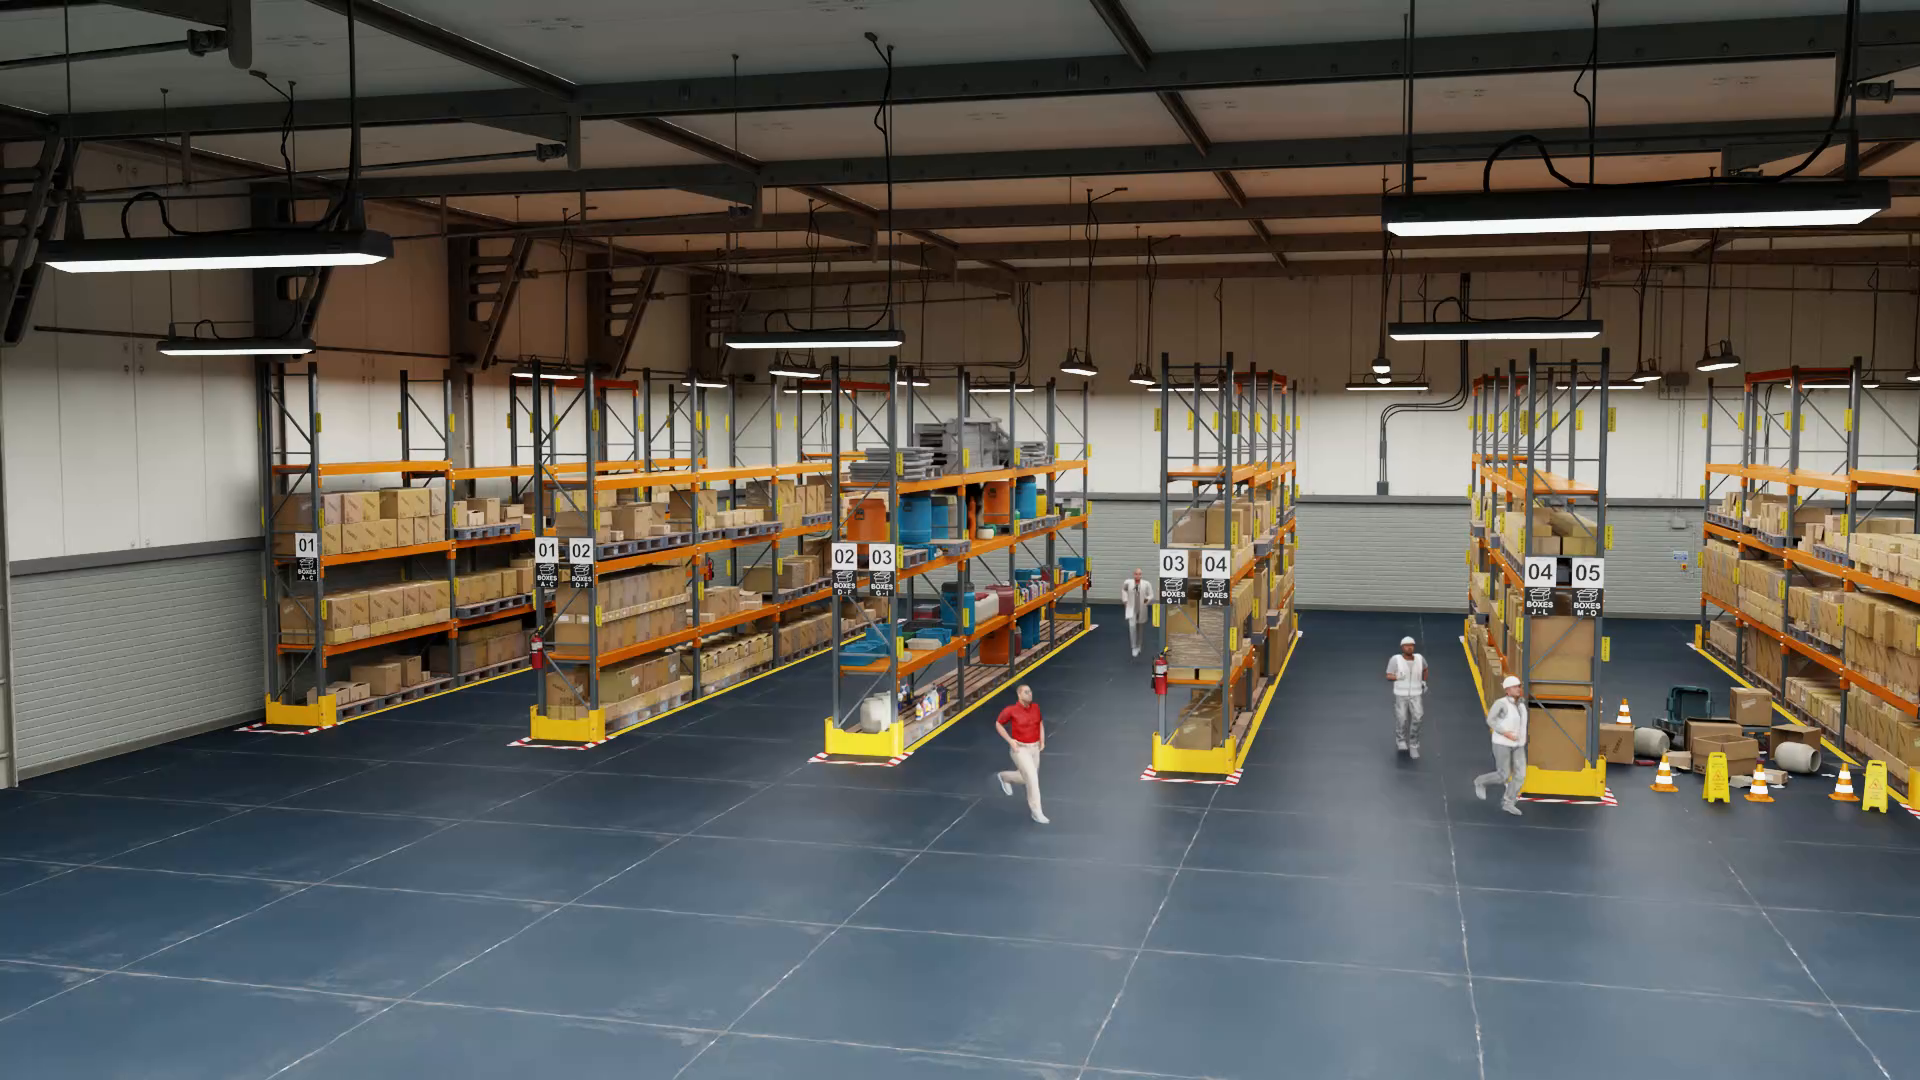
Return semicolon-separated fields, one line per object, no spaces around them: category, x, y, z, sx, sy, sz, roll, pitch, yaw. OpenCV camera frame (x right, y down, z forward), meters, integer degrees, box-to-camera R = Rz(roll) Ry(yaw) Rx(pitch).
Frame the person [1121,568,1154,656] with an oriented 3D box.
person;3.662;1.479;34.346;0.662;1.808;1.020;0;4;3

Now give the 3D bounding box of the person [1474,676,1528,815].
person;7.081;2.630;21.540;0.677;1.749;0.727;-2;4;-26

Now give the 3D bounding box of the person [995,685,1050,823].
person;0.801;2.697;21.180;0.643;1.727;1.020;-4;6;-43

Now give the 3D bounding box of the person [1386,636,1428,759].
person;6.724;2.361;24.943;0.659;1.828;0.715;0;4;7
